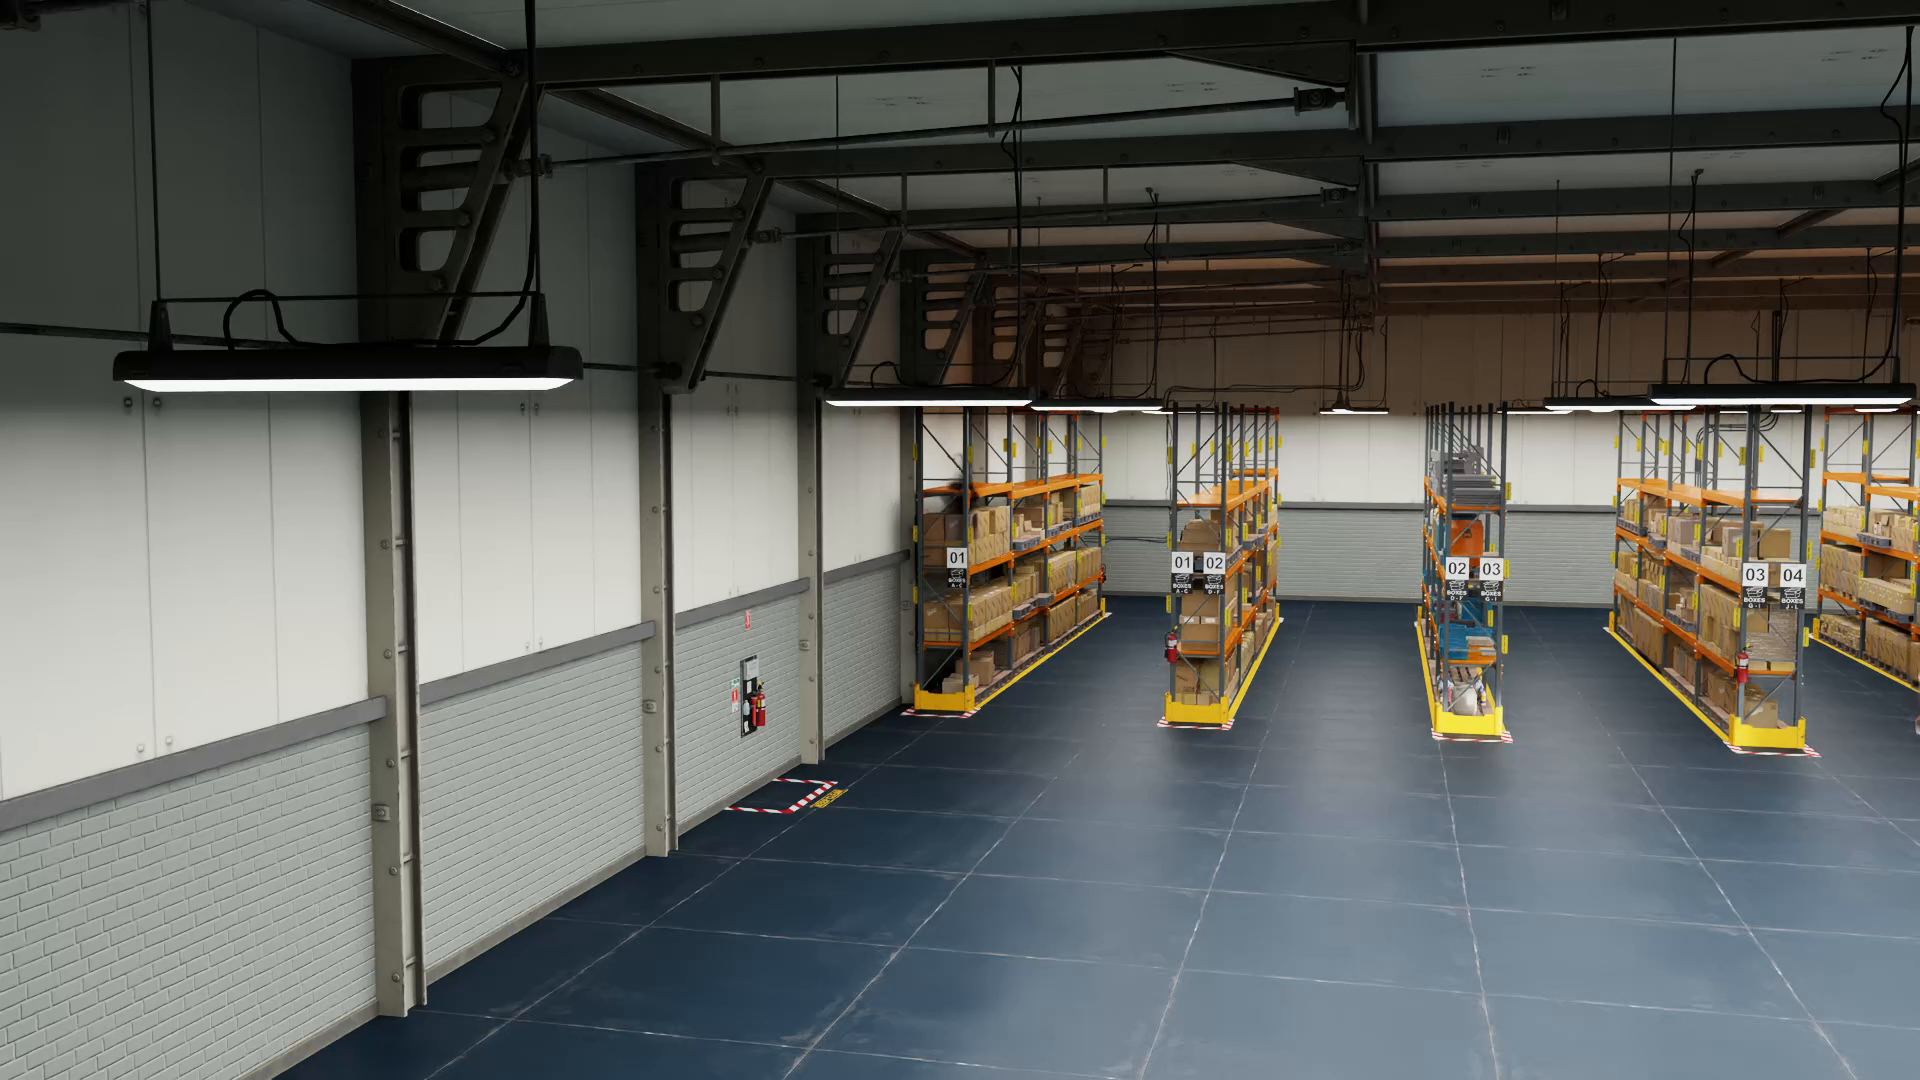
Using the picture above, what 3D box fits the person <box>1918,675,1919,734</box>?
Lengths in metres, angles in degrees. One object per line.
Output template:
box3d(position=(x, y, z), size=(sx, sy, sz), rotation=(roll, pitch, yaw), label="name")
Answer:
box3d(position=(17.236, 2.750, 29.265), size=(0.600, 1.621, 0.530), rotation=(0, 4, -1), label="person")
